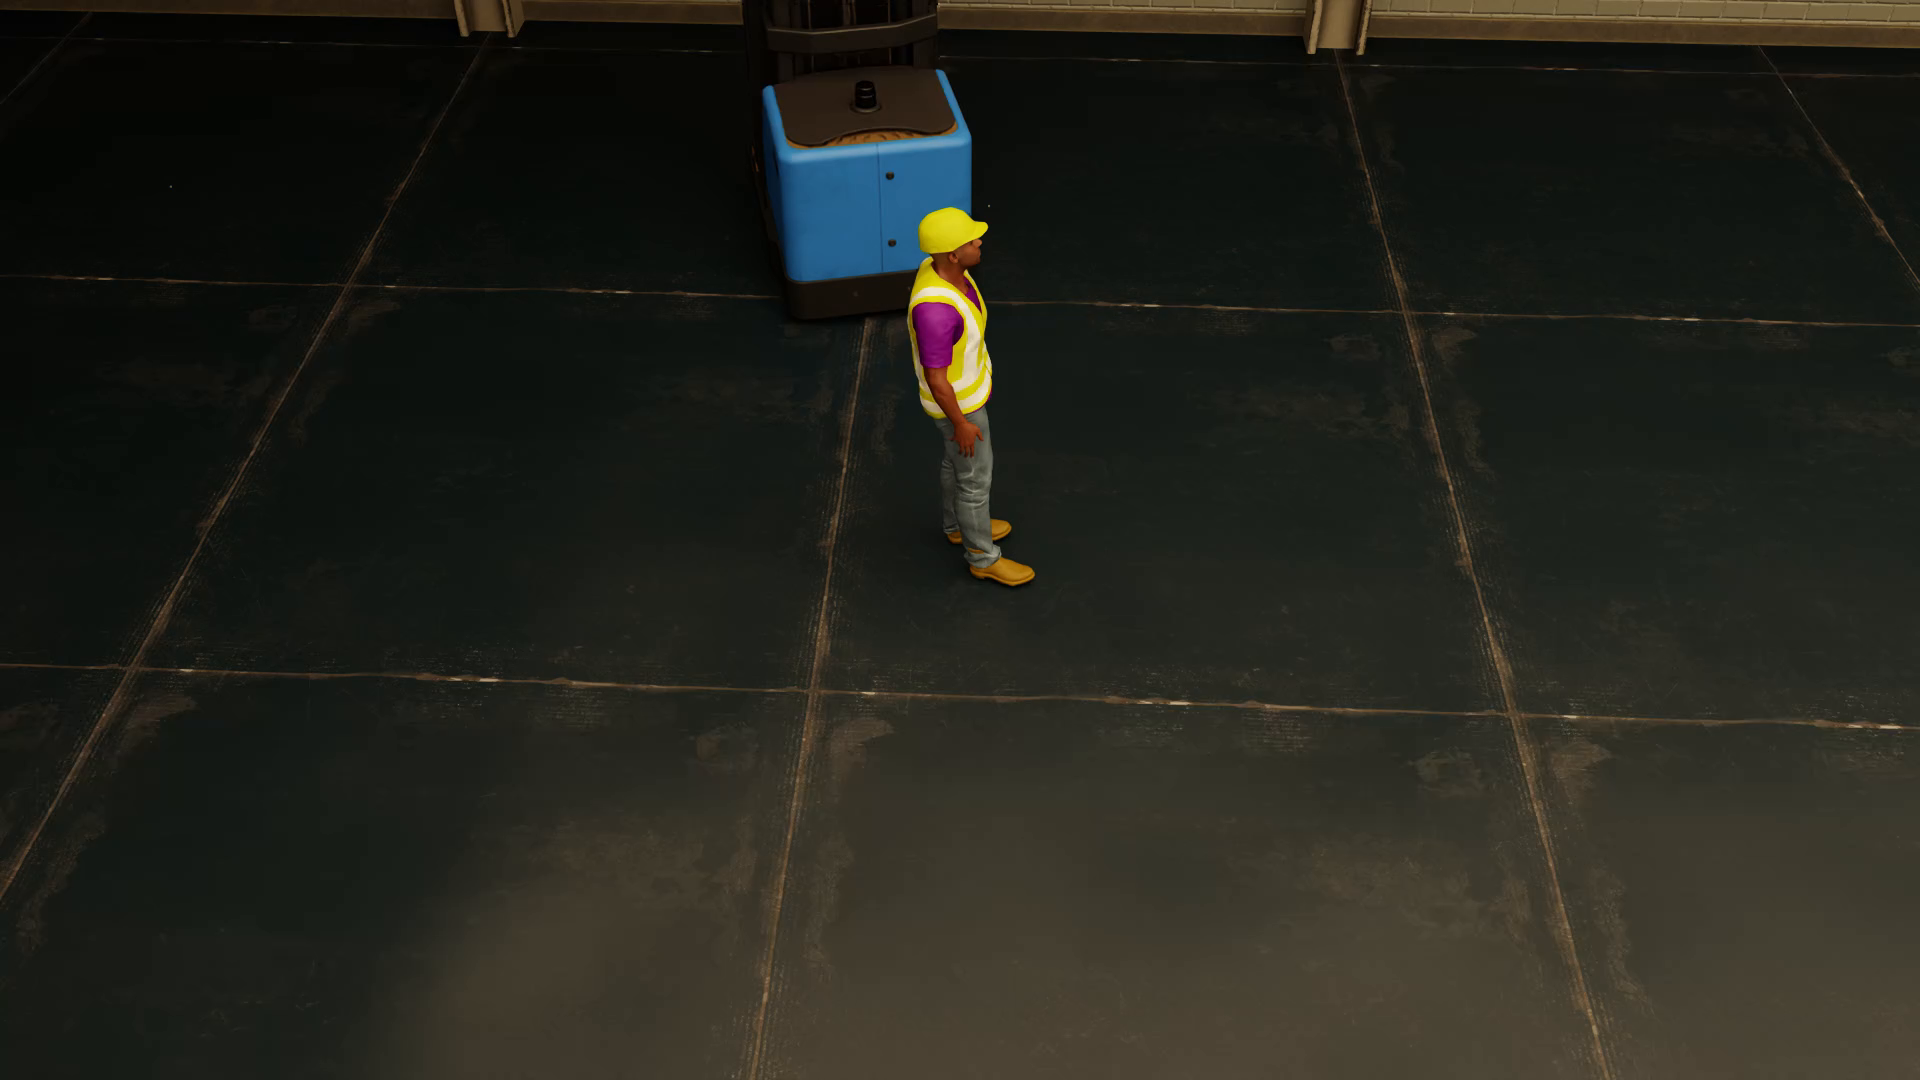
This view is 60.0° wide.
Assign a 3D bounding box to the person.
[{"bbox_3d":[0.070,-0.652,7.309,0.575,1.768,0.665,2,42,2],"label":"person"}]

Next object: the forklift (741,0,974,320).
[{"bbox_3d":[-0.720,-3.295,9.352,1.130,2.935,3.031,-8,43,-8],"label":"forklift"}]
